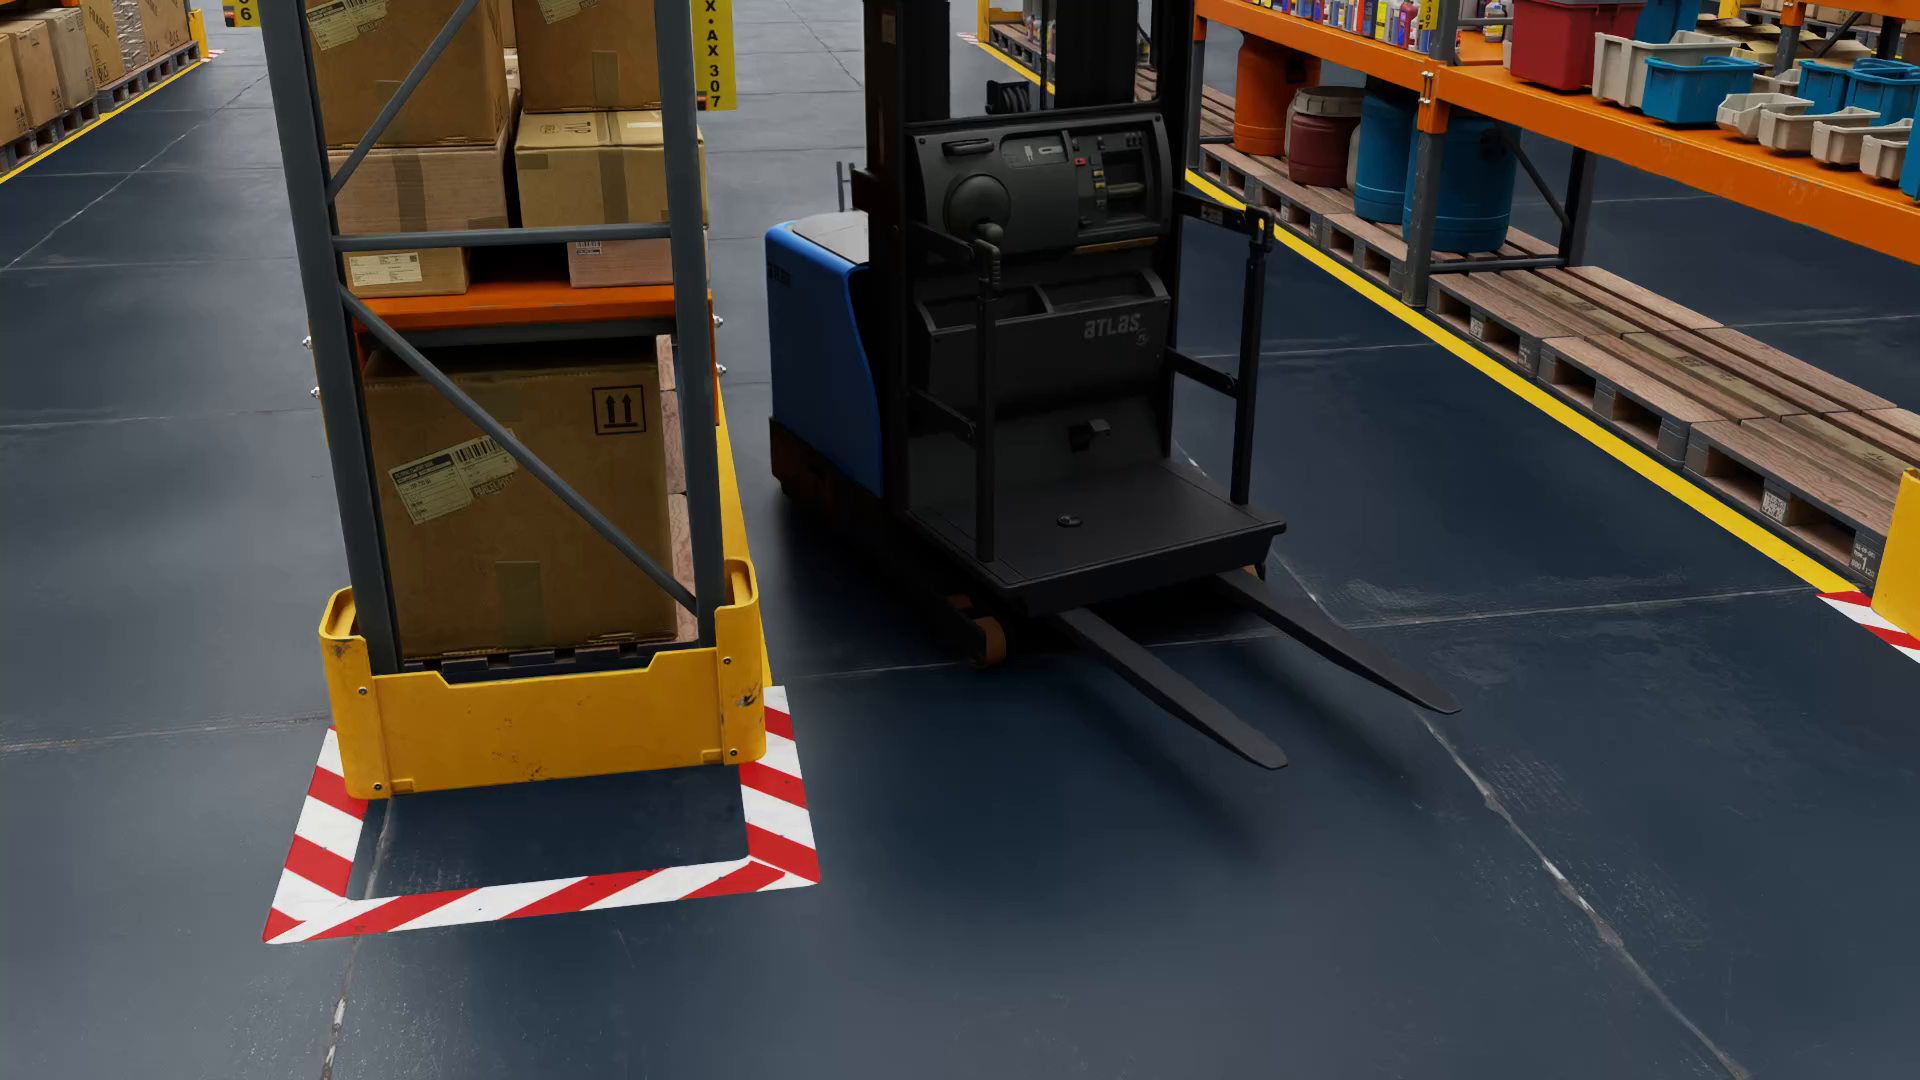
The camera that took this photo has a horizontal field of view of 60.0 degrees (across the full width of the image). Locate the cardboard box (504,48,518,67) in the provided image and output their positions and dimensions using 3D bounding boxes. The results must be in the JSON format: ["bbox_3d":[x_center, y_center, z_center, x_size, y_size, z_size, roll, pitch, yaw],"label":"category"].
[{"bbox_3d":[-1.802,-1.613,6.012,0.500,0.250,0.500,-4,24,-10],"label":"cardboard box"}]

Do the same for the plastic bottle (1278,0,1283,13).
[{"bbox_3d":[2.152,-3.619,10.950,0.097,0.271,0.097,0,24,0],"label":"plastic bottle"}]

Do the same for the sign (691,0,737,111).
[{"bbox_3d":[-0.618,-1.242,4.166,0.100,0.325,0.005,-4,24,-10],"label":"sign"}]

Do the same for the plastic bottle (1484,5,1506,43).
[{"bbox_3d":[3.066,-2.957,9.521,0.097,0.201,0.097,0,24,0],"label":"plastic bottle"}]

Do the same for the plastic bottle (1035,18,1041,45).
[{"bbox_3d":[0.856,-5.471,17.889,0.097,0.271,0.097,0,24,0],"label":"plastic bottle"}]

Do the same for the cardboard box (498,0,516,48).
[{"bbox_3d":[-1.882,-2.149,6.302,0.500,0.500,0.500,-5,24,-11],"label":"cardboard box"}]

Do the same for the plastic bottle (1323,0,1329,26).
[{"bbox_3d":[2.296,-3.280,10.261,0.097,0.201,0.097,0,24,0],"label":"plastic bottle"}]

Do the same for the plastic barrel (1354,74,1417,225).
[{"bbox_3d":[2.749,-2.435,10.175,0.600,0.901,0.708,-4,24,-10],"label":"plastic barrel"}]

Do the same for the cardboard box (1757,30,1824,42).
[{"bbox_3d":[7.179,-4.272,14.494,0.500,0.311,0.500,-5,24,-11],"label":"cardboard box"}]

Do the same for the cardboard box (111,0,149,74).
[{"bbox_3d":[-8.494,-4.989,16.055,0.875,0.875,0.875,-4,24,-9],"label":"cardboard box"}]

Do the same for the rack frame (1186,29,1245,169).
[{"bbox_3d":[2.224,-4.284,12.311,1.000,3.000,0.127,-4,24,-10],"label":"rack frame"}]

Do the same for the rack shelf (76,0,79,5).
[{"bbox_3d":[-8.646,-5.620,16.269,1.077,0.370,4.000,-4,24,-10],"label":"rack shelf"}]

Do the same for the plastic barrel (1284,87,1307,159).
[{"bbox_3d":[2.524,-2.929,11.793,0.421,0.512,0.421,0,24,0],"label":"plastic barrel"}]

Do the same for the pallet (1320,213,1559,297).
[{"bbox_3d":[2.862,-1.739,9.968,1.003,0.211,1.213,-4,24,-10],"label":"pallet"}]

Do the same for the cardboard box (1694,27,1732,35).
[{"bbox_3d":[6.561,-4.429,14.853,0.500,0.311,0.500,-4,24,-10],"label":"cardboard box"}]

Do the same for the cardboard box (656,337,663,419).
[{"bbox_3d":[-1.694,-0.943,6.791,0.875,0.875,0.875,-4,24,-10],"label":"cardboard box"}]

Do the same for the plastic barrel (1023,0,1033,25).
[{"bbox_3d":[0.942,-6.230,19.349,0.421,0.512,0.421,0,24,0],"label":"plastic barrel"}]

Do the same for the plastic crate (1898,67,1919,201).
[{"bbox_3d":[3.458,-1.299,5.356,0.616,0.435,0.499,-4,24,-10],"label":"plastic crate"}]

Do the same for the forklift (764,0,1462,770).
[{"bbox_3d":[0.384,-1.139,5.196,1.130,2.935,3.031,-12,26,-26],"label":"forklift"}]

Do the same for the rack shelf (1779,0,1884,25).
[{"bbox_3d":[6.723,-5.106,15.092,1.077,0.370,4.000,-4,24,-10],"label":"rack shelf"}]

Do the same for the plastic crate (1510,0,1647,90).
[{"bbox_3d":[2.882,-2.397,7.837,0.402,0.464,0.583,-4,24,-10],"label":"plastic crate"}]

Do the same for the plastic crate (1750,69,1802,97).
[{"bbox_3d":[3.581,-1.954,7.232,0.293,0.136,0.466,-4,24,-10],"label":"plastic crate"}]

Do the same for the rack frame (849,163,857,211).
[{"bbox_3d":[-0.303,-0.955,6.886,0.240,1.200,0.006,-8,17,-19],"label":"rack frame"}]

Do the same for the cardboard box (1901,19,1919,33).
[{"bbox_3d":[10.989,-6.052,18.932,0.500,0.500,0.500,-6,24,-14],"label":"cardboard box"}]

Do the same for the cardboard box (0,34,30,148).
[{"bbox_3d":[-7.726,-3.341,12.438,1.050,0.750,0.750,-4,24,-9],"label":"cardboard box"}]

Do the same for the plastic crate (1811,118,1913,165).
[{"bbox_3d":[3.335,-1.466,6.114,0.396,0.136,0.243,-4,24,-10],"label":"plastic crate"}]

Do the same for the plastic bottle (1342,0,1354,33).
[{"bbox_3d":[2.388,-3.180,9.937,0.152,0.276,0.135,-4,24,-10],"label":"plastic bottle"}]

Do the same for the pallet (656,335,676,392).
[{"bbox_3d":[-1.840,-0.761,7.729,1.003,0.211,1.213,-4,24,-10],"label":"pallet"}]

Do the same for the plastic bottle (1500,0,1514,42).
[{"bbox_3d":[3.185,-3.008,9.544,0.152,0.276,0.135,-4,24,-10],"label":"plastic bottle"}]

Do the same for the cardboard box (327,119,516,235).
[{"bbox_3d":[-1.515,-1.009,4.628,0.500,0.250,0.500,-5,24,-11],"label":"cardboard box"}]

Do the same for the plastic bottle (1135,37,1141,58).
[{"bbox_3d":[1.819,-5.014,16.929,0.097,0.201,0.097,0,24,0],"label":"plastic bottle"}]

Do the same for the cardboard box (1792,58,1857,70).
[{"bbox_3d":[6.896,-3.505,13.100,0.500,0.500,0.500,-3,24,-7],"label":"cardboard box"}]

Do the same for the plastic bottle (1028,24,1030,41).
[{"bbox_3d":[0.793,-5.573,18.208,0.097,0.201,0.097,0,24,0],"label":"plastic bottle"}]

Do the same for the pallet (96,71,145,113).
[{"bbox_3d":[-8.340,-4.190,15.580,1.003,0.211,1.213,-4,24,-10],"label":"pallet"}]

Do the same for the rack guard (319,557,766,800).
[{"bbox_3d":[-1.160,0.384,4.745,1.175,0.500,0.348,-4,24,-10],"label":"rack guard"}]

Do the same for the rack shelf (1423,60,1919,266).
[{"bbox_3d":[3.334,-1.594,7.051,1.077,0.370,4.000,-4,24,-10],"label":"rack shelf"}]

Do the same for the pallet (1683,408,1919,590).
[{"bbox_3d":[3.589,-0.186,6.413,1.003,0.211,1.213,-4,24,-10],"label":"pallet"}]

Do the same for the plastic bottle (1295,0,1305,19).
[{"bbox_3d":[2.243,-3.487,10.642,0.152,0.276,0.135,-4,24,-10],"label":"plastic bottle"}]

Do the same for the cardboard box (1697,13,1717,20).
[{"bbox_3d":[6.902,-4.873,15.869,0.500,0.311,0.500,-4,24,-10],"label":"cardboard box"}]

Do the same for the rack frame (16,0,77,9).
[{"bbox_3d":[-8.276,-5.163,14.324,1.000,3.000,0.127,-4,24,-10],"label":"rack frame"}]

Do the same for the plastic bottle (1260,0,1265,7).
[{"bbox_3d":[2.091,-3.716,11.260,0.097,0.201,0.097,0,24,0],"label":"plastic bottle"}]

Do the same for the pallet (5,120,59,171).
[{"bbox_3d":[-7.830,-3.107,13.099,1.003,0.211,1.213,-4,24,-10],"label":"pallet"}]

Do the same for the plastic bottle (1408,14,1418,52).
[{"bbox_3d":[2.525,-2.794,9.148,0.097,0.201,0.097,0,24,0],"label":"plastic bottle"}]

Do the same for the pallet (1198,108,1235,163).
[{"bbox_3d":[2.119,-3.313,13.573,1.003,0.211,1.213,-4,24,-10],"label":"pallet"}]

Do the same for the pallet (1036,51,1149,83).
[{"bbox_3d":[1.401,-4.846,17.083,1.003,0.211,1.213,-4,24,-10],"label":"pallet"}]

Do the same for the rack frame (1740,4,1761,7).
[{"bbox_3d":[10.481,-8.164,21.194,1.000,3.000,0.127,-4,24,-10],"label":"rack frame"}]

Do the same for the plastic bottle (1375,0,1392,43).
[{"bbox_3d":[2.472,-3.025,9.490,0.144,0.351,0.185,-4,24,-10],"label":"plastic bottle"}]

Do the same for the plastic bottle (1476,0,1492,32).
[{"bbox_3d":[3.151,-3.182,9.934,0.061,0.283,0.133,-4,24,-10],"label":"plastic bottle"}]

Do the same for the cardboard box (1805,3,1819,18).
[{"bbox_3d":[10.626,-6.630,20.492,0.500,0.311,0.500,-2,24,-5],"label":"cardboard box"}]

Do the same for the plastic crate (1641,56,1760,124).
[{"bbox_3d":[3.072,-1.877,6.933,0.416,0.233,0.300,-4,24,-10],"label":"plastic crate"}]

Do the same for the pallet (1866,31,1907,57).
[{"bbox_3d":[11.062,-5.574,18.749,1.003,0.211,1.213,-4,24,-10],"label":"pallet"}]

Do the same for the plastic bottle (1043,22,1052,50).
[{"bbox_3d":[0.961,-5.309,17.512,0.152,0.276,0.135,-4,24,-9],"label":"plastic bottle"}]

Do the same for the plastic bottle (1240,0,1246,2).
[{"bbox_3d":[2.002,-3.903,11.586,0.061,0.283,0.133,-4,24,-10],"label":"plastic bottle"}]

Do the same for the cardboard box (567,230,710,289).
[{"bbox_3d":[-0.905,-0.819,4.692,0.380,0.149,0.250,-4,24,-9],"label":"cardboard box"}]

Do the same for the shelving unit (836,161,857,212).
[{"bbox_3d":[-0.335,-0.977,6.969,0.258,1.200,0.189,-8,17,-19],"label":"shelving unit"}]
